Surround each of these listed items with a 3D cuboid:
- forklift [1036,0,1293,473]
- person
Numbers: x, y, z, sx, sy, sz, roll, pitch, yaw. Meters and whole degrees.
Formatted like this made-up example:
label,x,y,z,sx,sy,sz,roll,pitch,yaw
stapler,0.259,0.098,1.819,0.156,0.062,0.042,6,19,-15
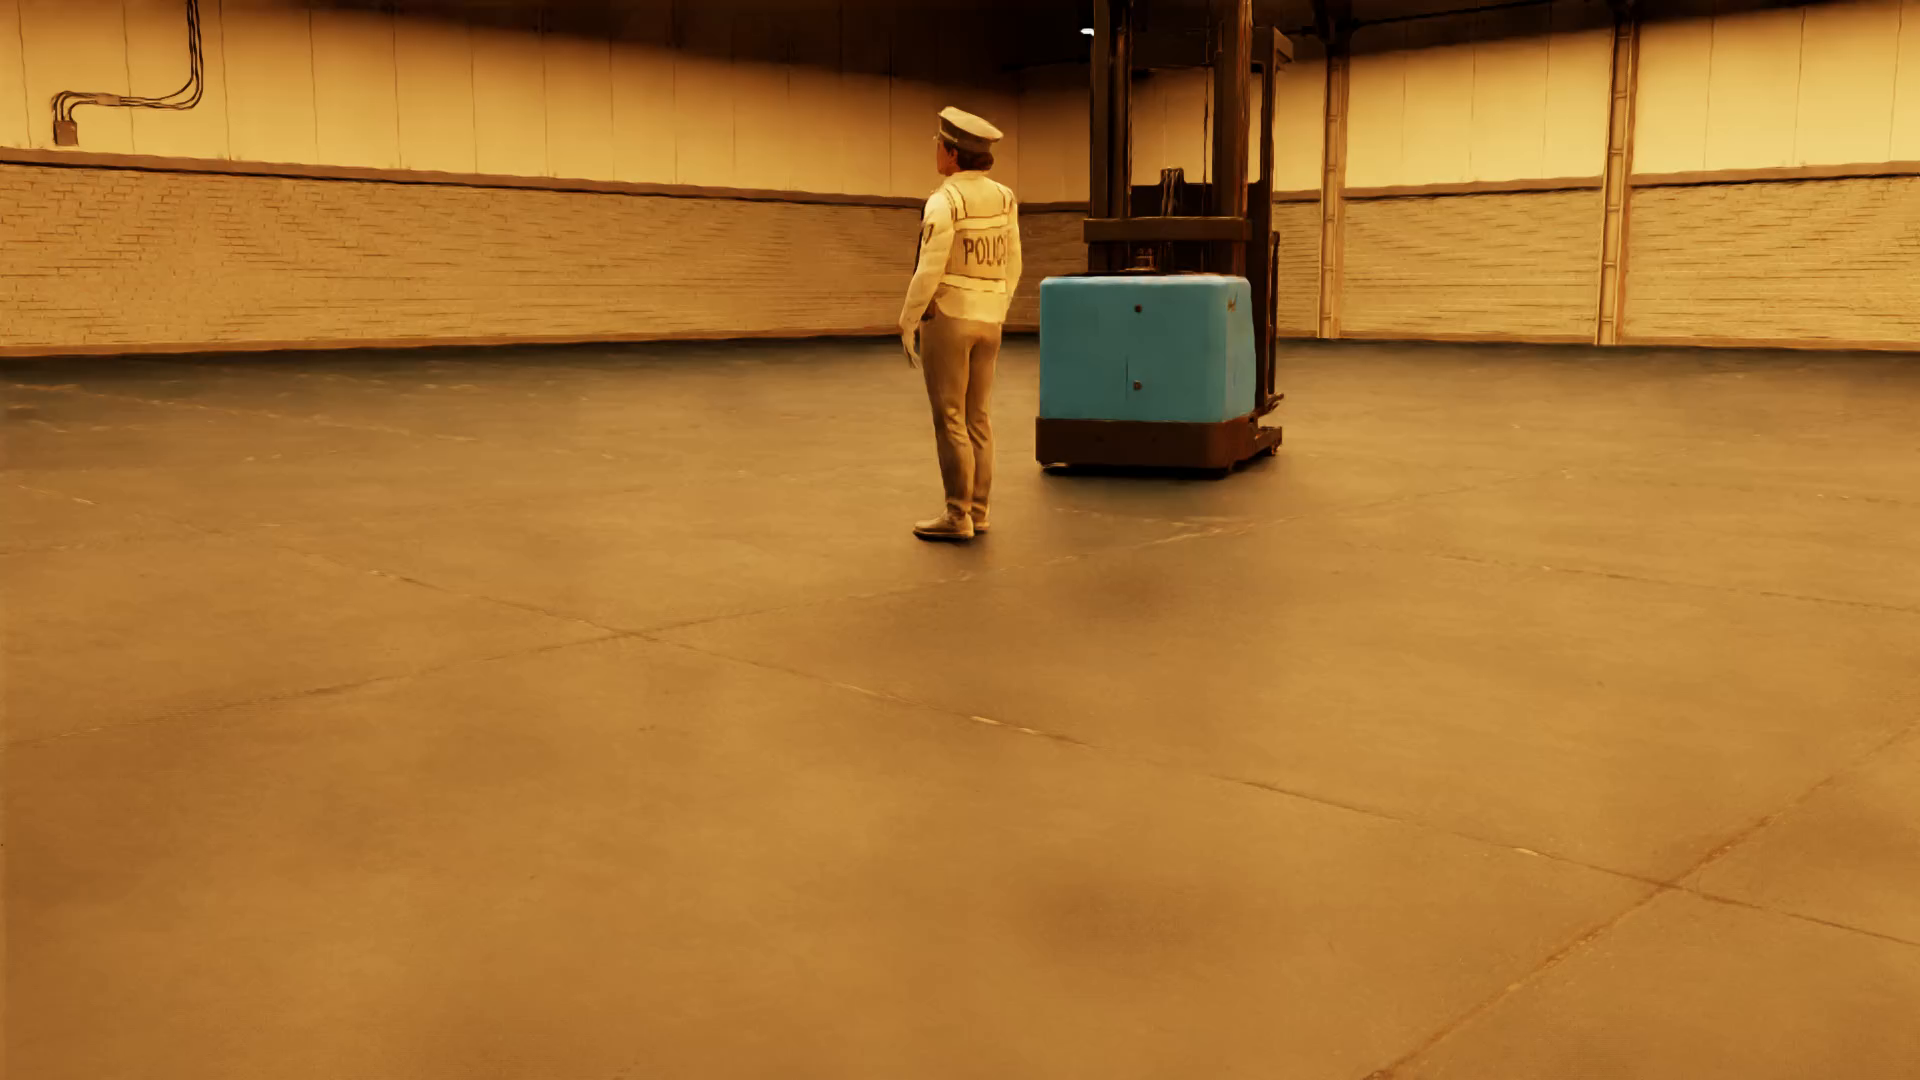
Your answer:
label,x,y,z,sx,sy,sz,roll,pitch,yaw
forklift,1.387,-1.993,10.109,1.130,2.935,3.031,3,9,19
person,-0.044,-0.853,6.641,0.532,1.695,0.586,8,12,43
